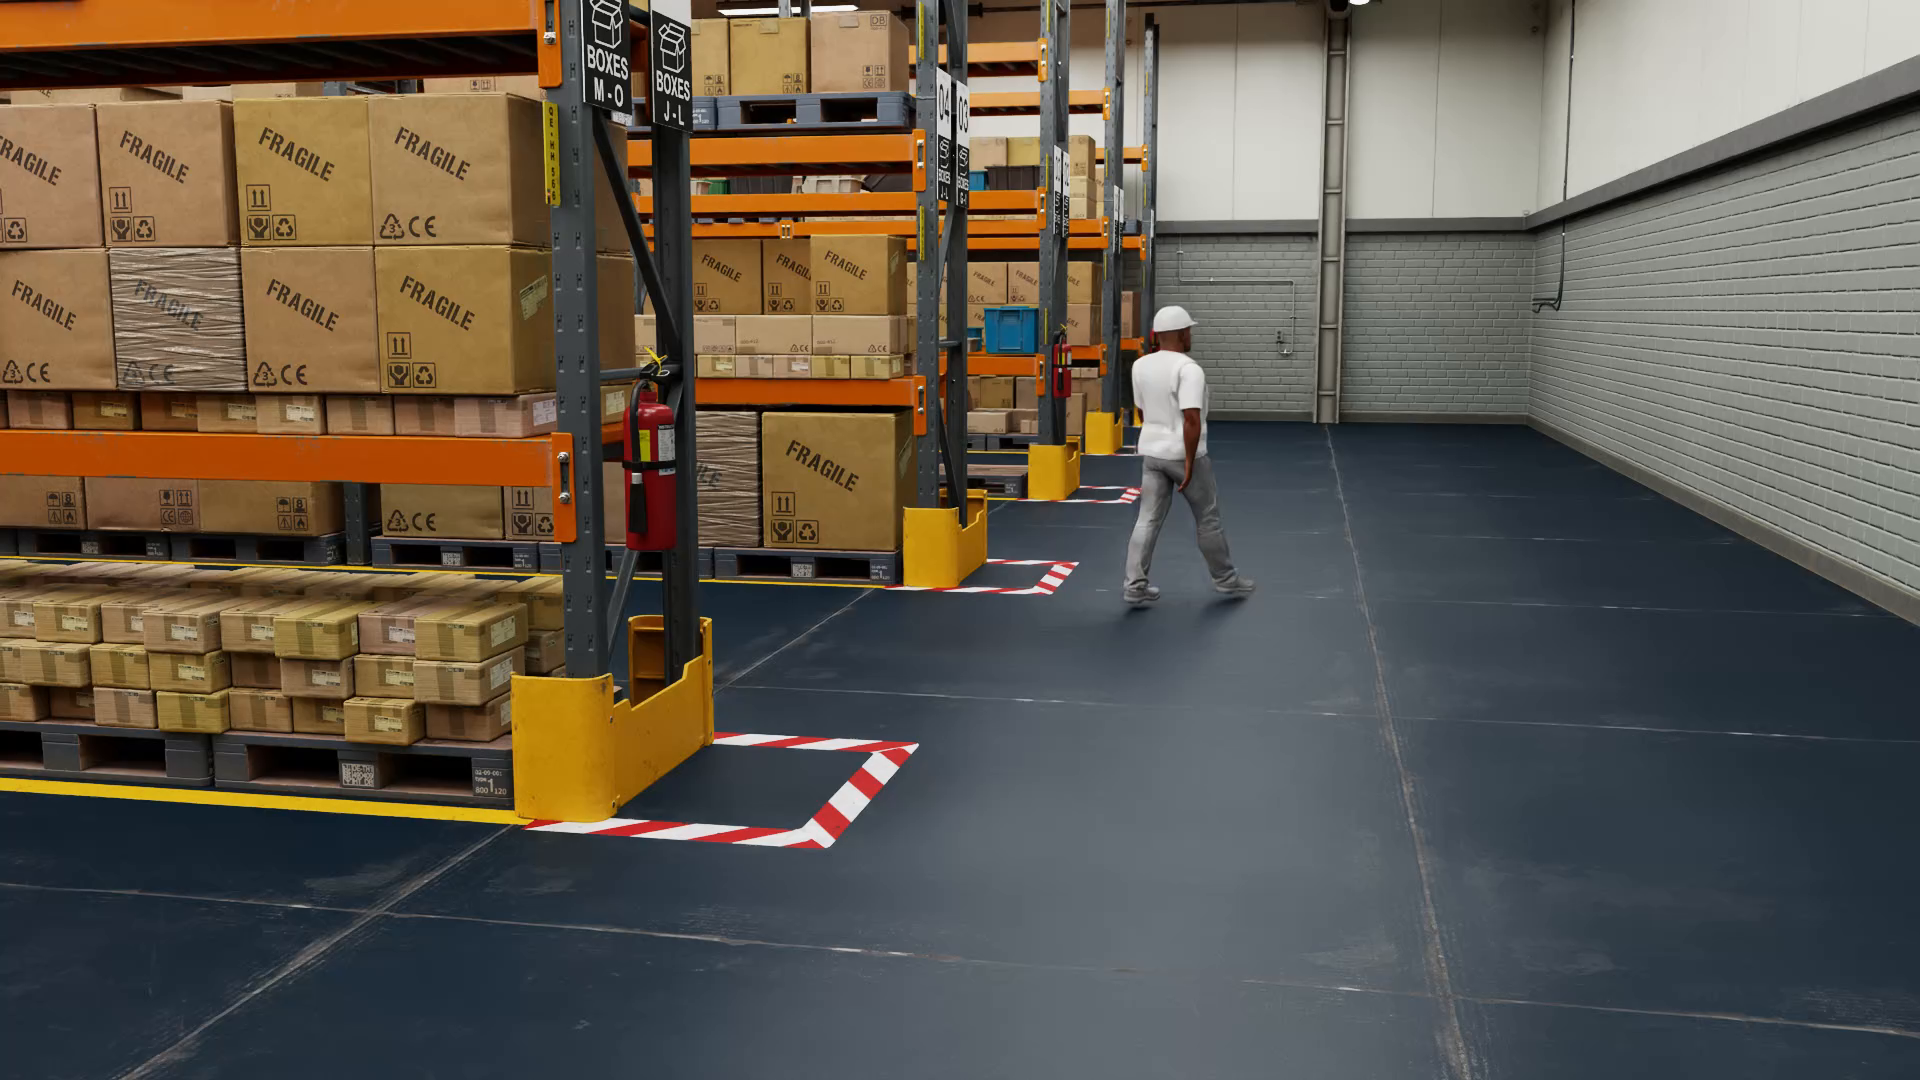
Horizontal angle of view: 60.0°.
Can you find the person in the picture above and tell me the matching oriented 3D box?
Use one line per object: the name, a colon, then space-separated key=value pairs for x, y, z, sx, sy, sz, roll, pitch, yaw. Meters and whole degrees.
person: x=1.334 y=-0.520 z=9.850 sx=0.953 sy=1.719 sz=0.581 roll=-7 pitch=11 yaw=-42
